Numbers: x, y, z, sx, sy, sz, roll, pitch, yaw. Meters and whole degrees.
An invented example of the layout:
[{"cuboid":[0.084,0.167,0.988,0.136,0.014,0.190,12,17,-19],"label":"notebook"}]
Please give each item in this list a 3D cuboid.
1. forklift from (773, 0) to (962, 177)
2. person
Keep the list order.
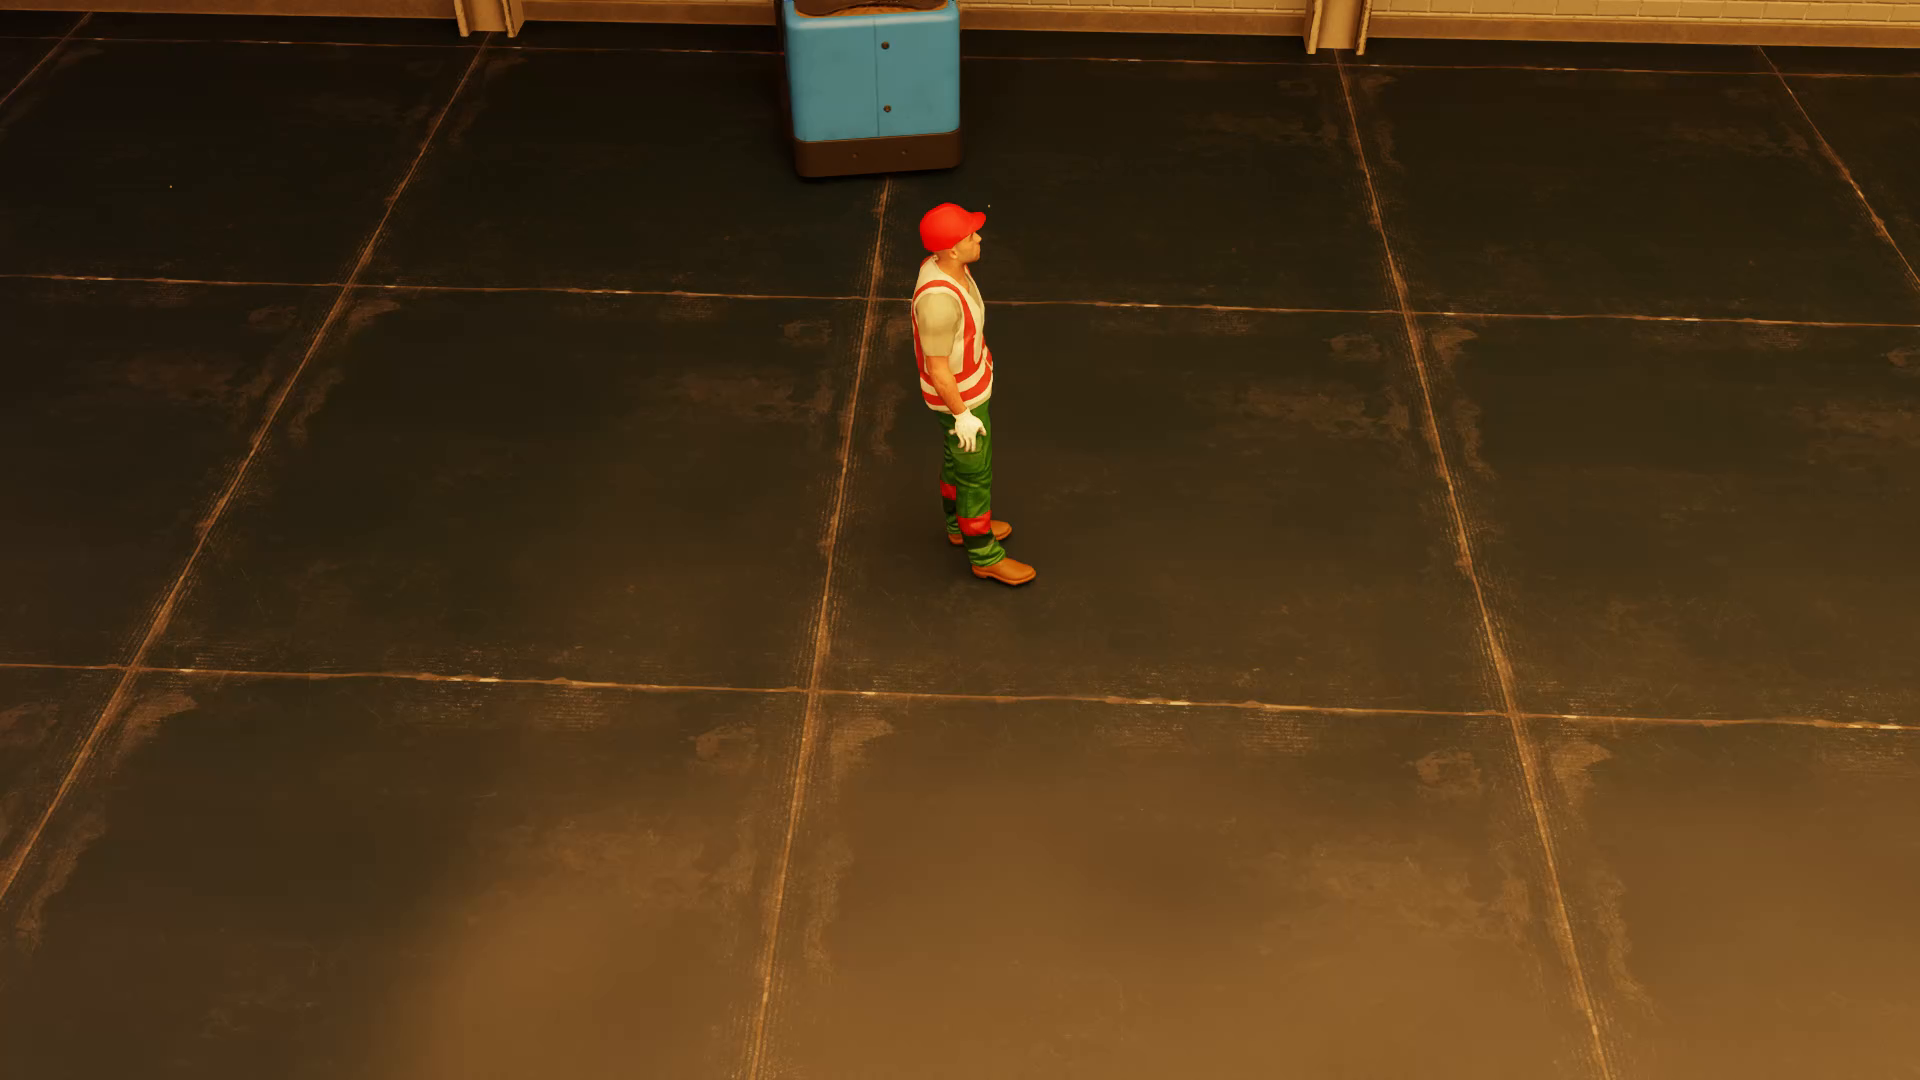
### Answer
[{"cuboid":[-0.694,-4.315,10.469,1.130,2.935,3.031,-5,43,-6],"label":"forklift"},{"cuboid":[0.080,-0.656,7.296,0.562,1.790,0.637,2,42,2],"label":"person"}]
